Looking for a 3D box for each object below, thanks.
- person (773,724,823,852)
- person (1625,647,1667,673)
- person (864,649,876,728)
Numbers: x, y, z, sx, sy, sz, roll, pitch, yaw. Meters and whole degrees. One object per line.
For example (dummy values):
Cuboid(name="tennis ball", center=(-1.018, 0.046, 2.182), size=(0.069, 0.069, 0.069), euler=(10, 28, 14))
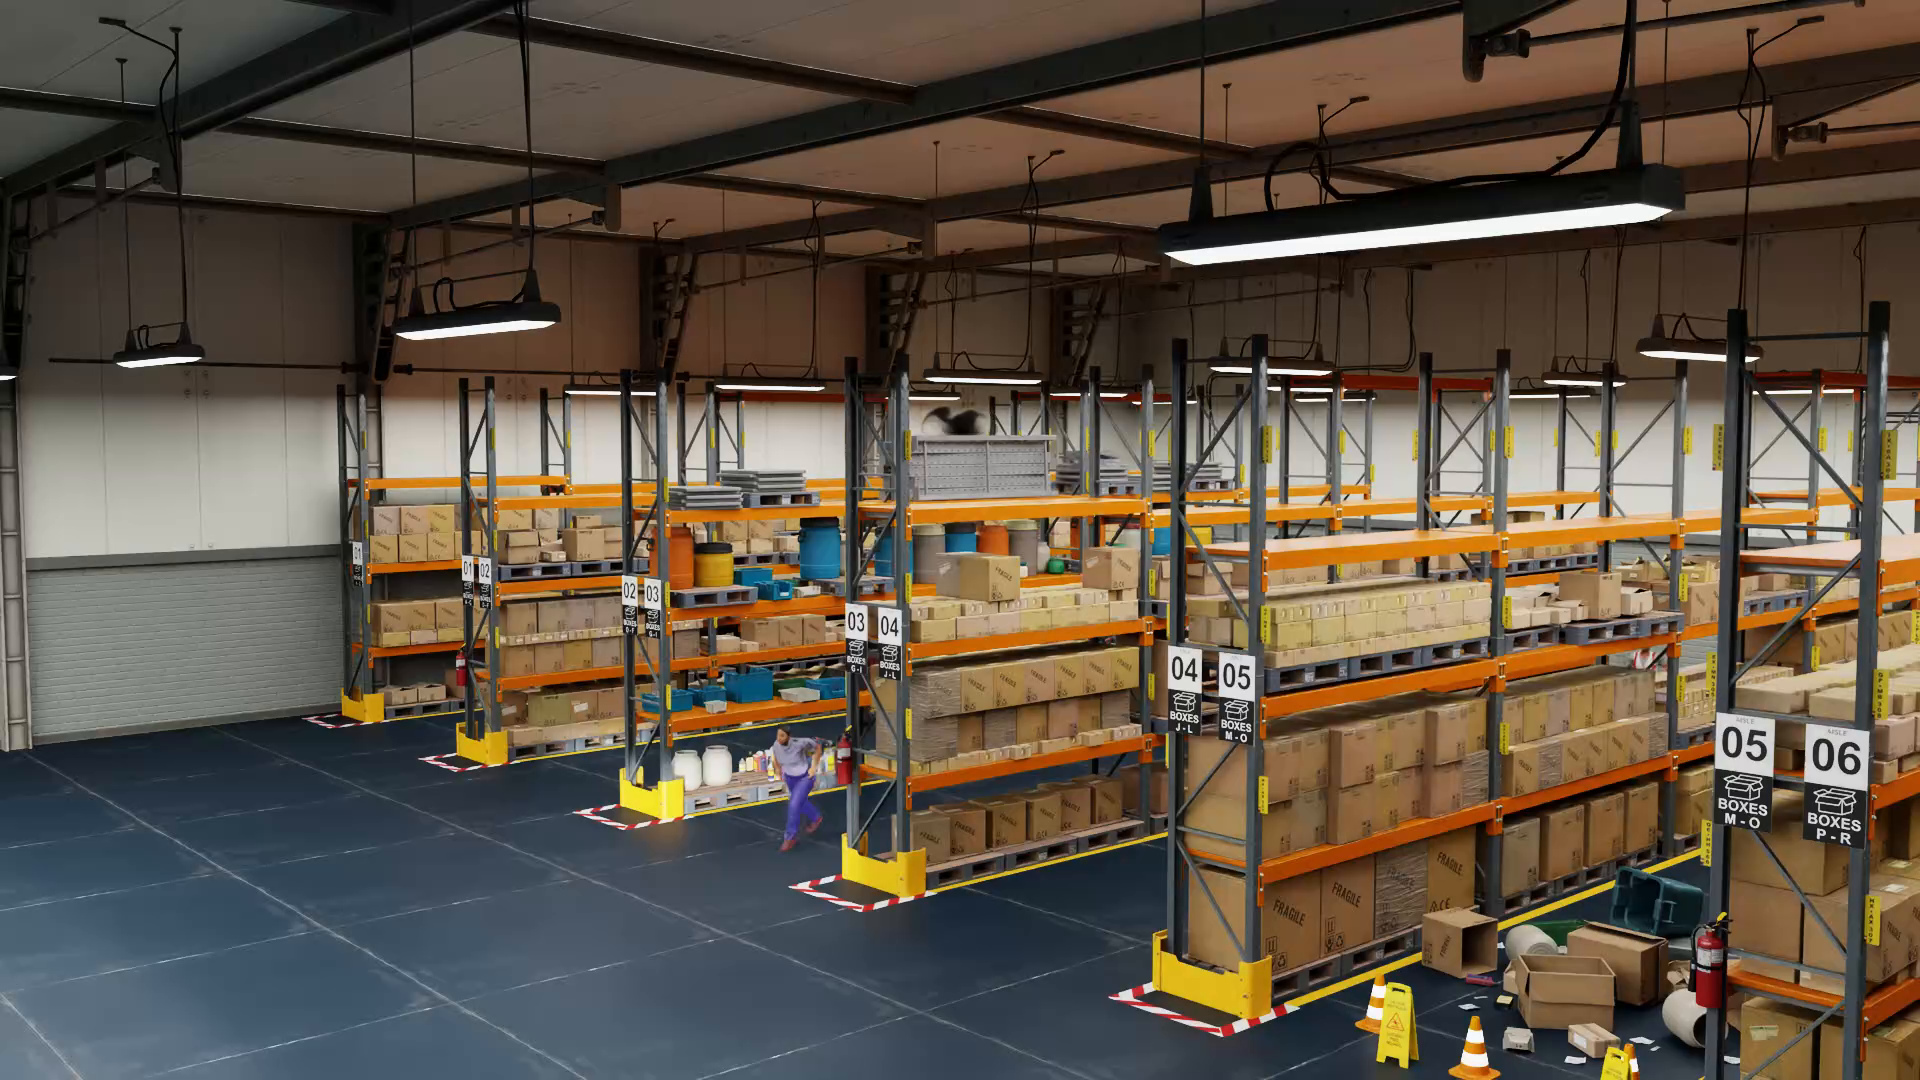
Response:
Cuboid(name="person", center=(-1.971, 3.045, 20.800), size=(0.648, 1.612, 0.965), euler=(2, 4, 27))
Cuboid(name="person", center=(11.219, 2.448, 27.288), size=(0.658, 1.776, 0.960), euler=(3, 5, 36))
Cuboid(name="person", center=(-1.614, 2.456, 29.035), size=(0.652, 1.657, 0.749), euler=(3, 5, 35))
